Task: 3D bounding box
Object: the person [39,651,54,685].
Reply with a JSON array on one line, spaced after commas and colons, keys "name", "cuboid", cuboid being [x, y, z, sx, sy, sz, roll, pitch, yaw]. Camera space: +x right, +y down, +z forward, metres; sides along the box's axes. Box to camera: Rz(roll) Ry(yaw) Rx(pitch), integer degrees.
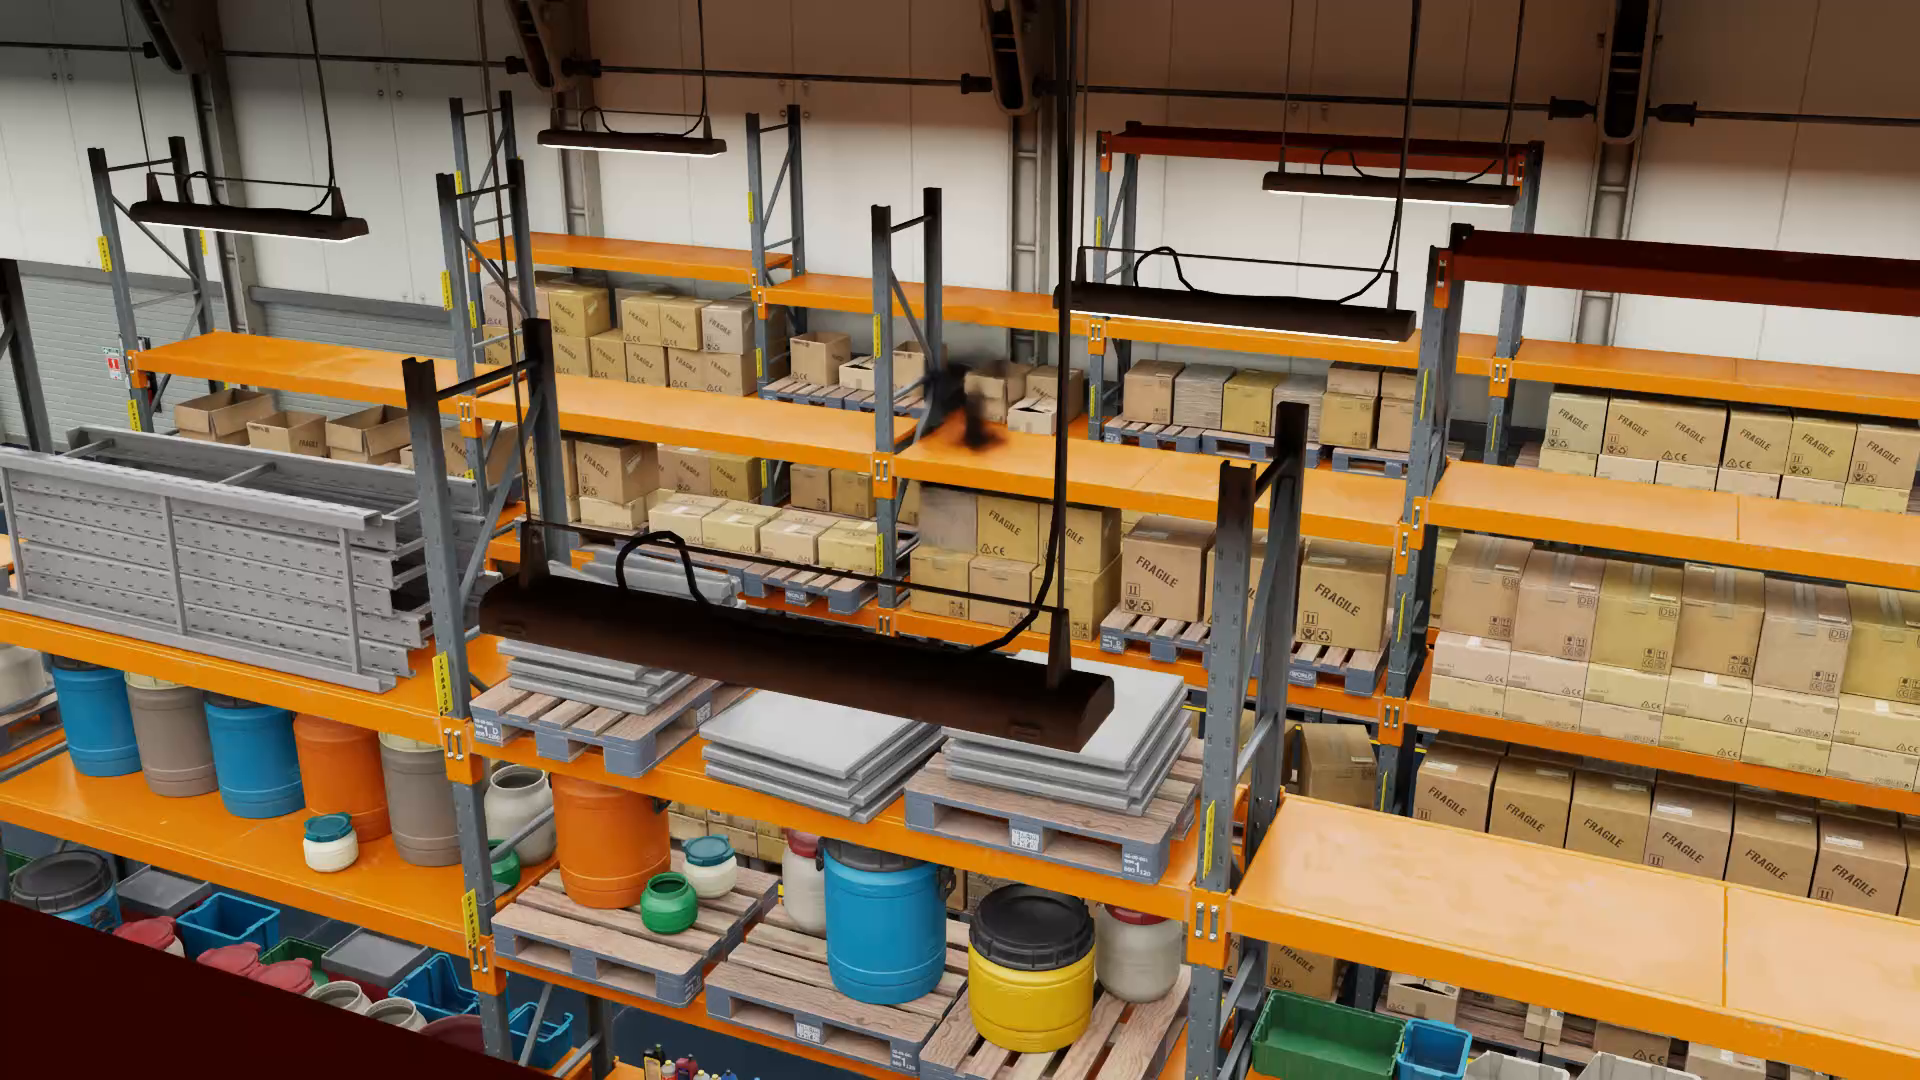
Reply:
[{"name": "person", "cuboid": [-9.839, 1.062, 17.514, 0.651, 1.700, 0.625, -12, 24, -30]}]
